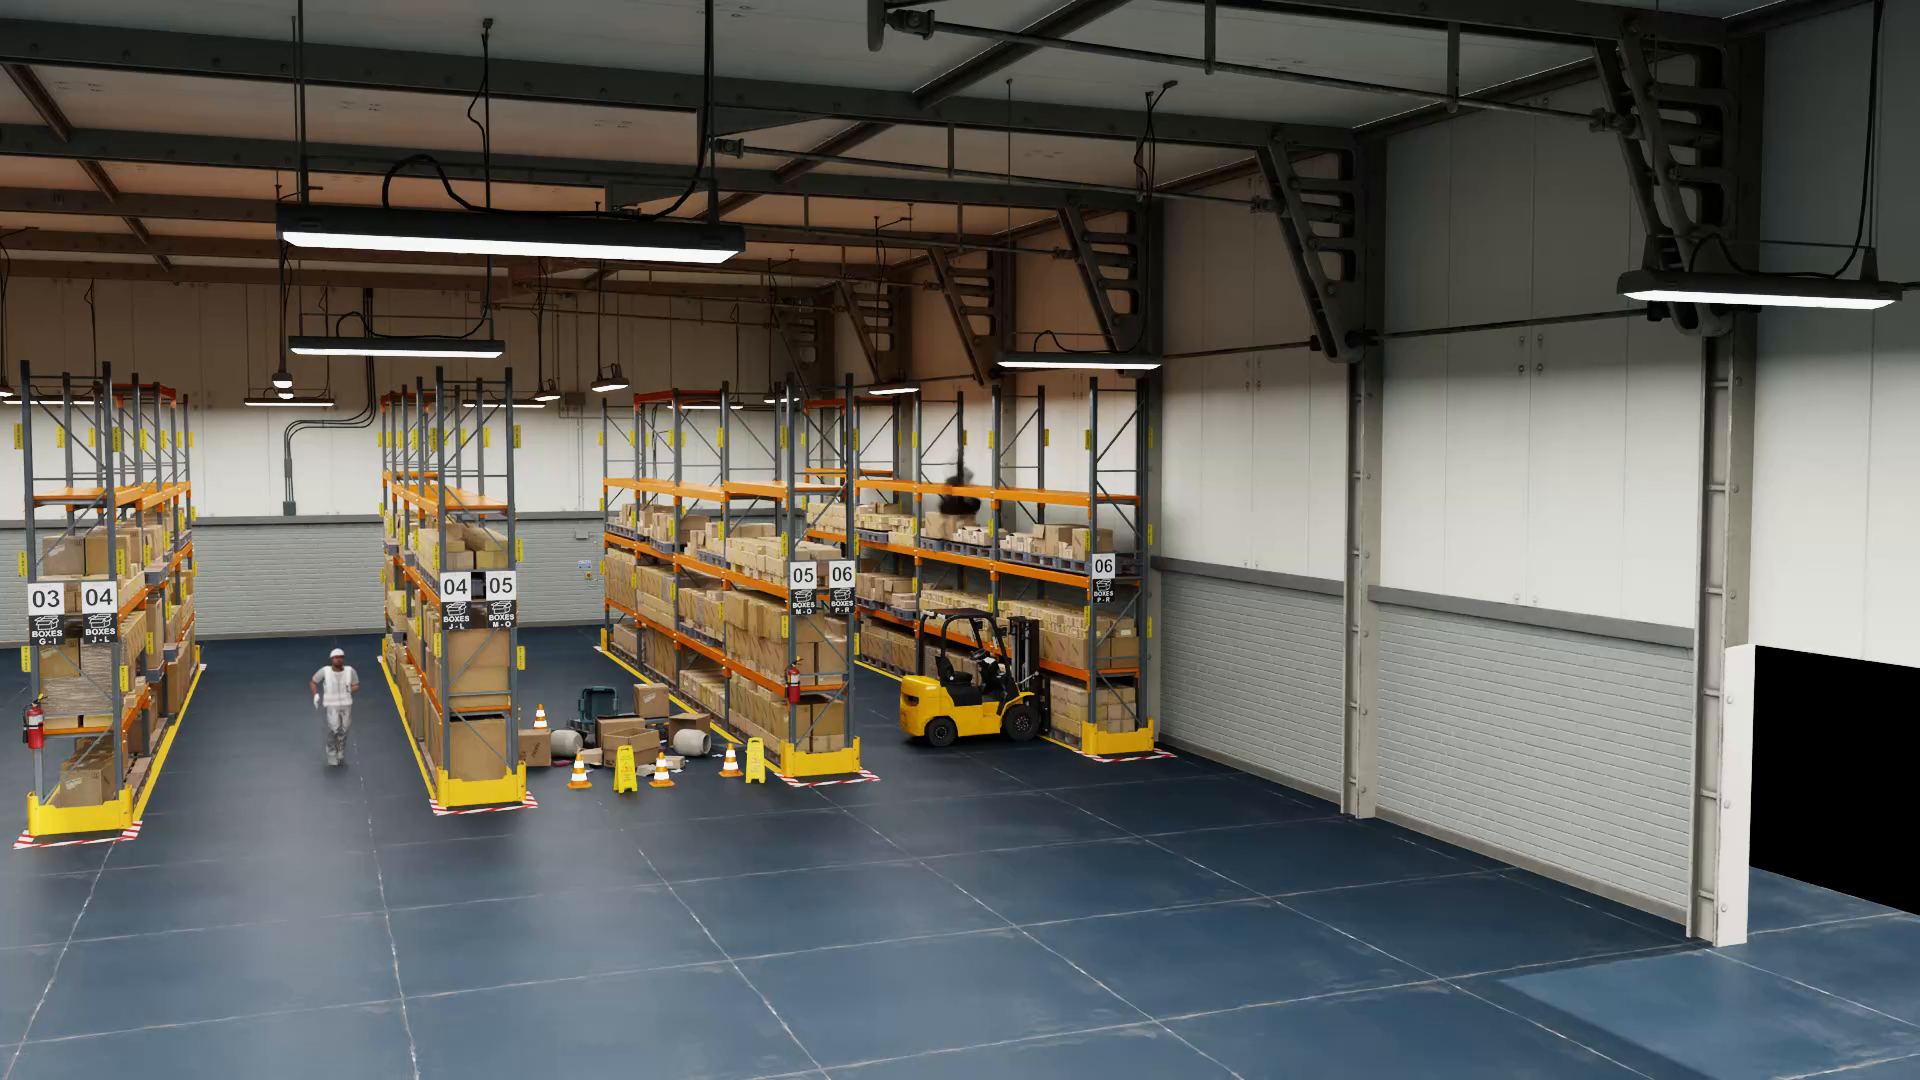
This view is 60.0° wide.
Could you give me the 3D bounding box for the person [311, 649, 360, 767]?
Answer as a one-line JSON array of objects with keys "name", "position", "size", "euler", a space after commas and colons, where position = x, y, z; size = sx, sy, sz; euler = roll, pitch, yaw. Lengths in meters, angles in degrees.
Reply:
[{"name": "person", "position": [-9.567, 2.576, 25.575], "size": [0.656, 1.807, 0.725], "euler": [-2, 4, -36]}]
